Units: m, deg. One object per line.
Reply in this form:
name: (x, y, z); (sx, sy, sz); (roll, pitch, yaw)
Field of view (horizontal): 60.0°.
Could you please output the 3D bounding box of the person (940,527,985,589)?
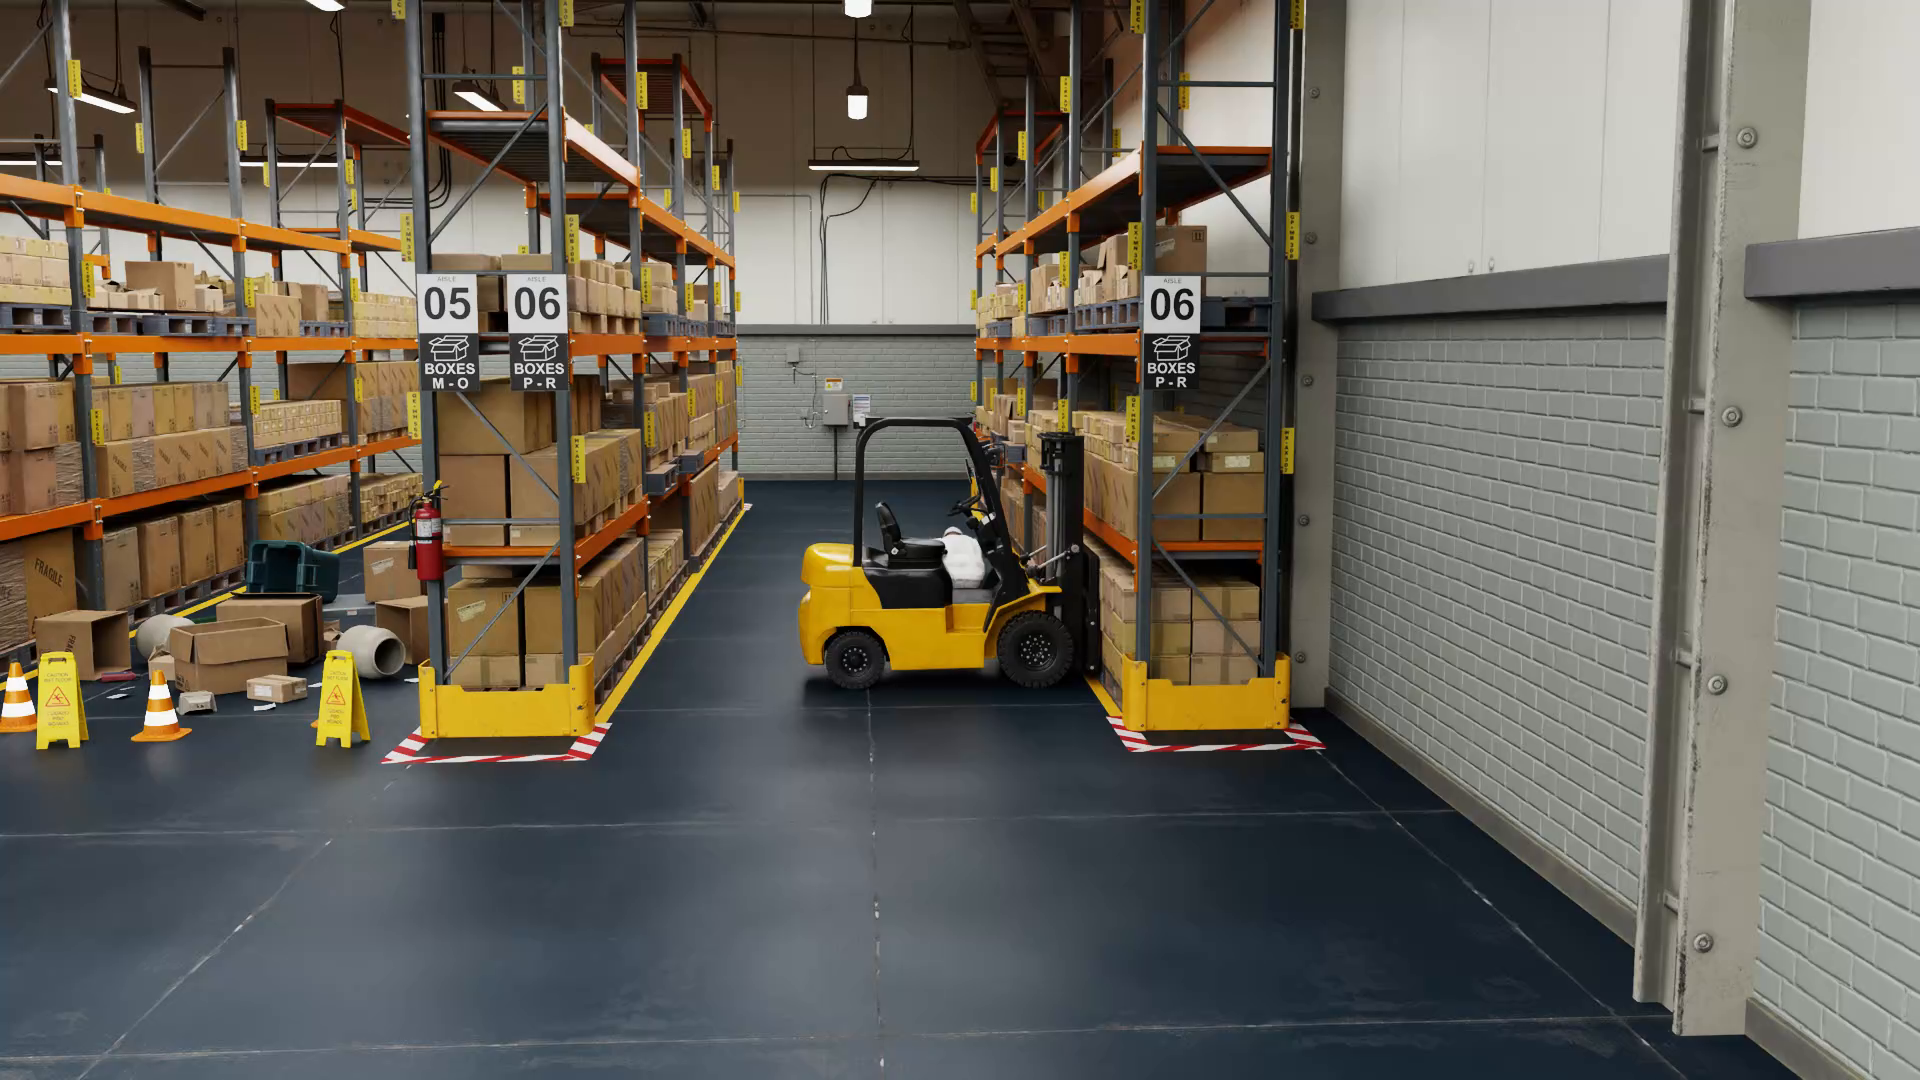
person: (-0.014, 0.345, 16.881); (0.569, 0.885, 0.913); (0, 7, -4)
